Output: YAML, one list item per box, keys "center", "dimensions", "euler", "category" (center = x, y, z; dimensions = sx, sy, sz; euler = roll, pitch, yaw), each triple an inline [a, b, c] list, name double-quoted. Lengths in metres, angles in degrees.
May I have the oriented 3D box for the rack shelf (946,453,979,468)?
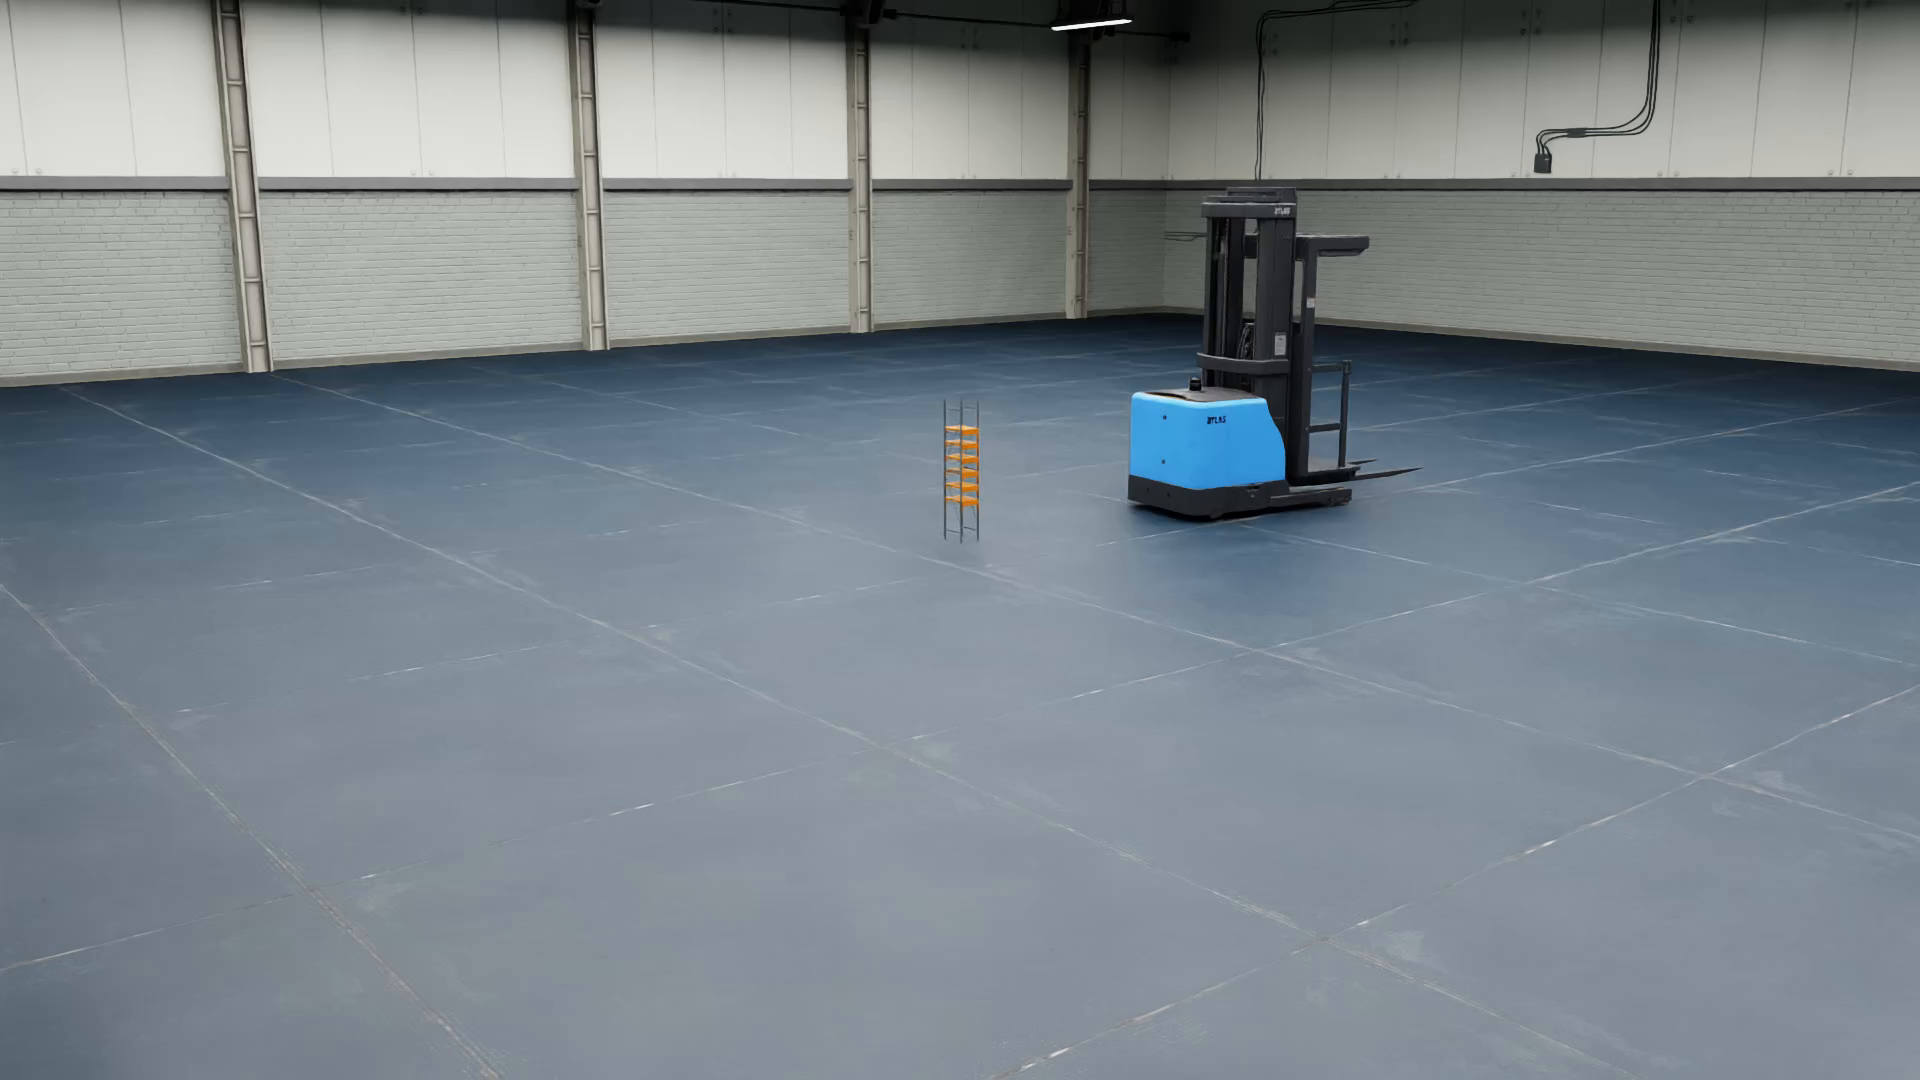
- center: [0.011, -0.663, 13.997]
  dimensions: [0.180, 0.103, 0.258]
  euler: [-9, 15, -38]
  category: "rack shelf"

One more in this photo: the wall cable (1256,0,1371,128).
- center: [7.472, -10.158, 35.618]
  dimensions: [0.112, 2.526, 3.097]
  euler: [-9, 15, -38]
  category: "wall cable"

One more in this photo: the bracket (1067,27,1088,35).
- center: [2.553, -11.127, 36.197]
  dimensions: [0.430, 0.232, 0.235]
  euler: [-9, 15, -38]
  category: "bracket"

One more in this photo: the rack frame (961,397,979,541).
- center: [0.083, -0.601, 14.069]
  dimensions: [0.006, 1.200, 0.240]
  euler: [-9, 15, -38]
  category: "rack frame"

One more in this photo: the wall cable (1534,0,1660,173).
- center: [11.700, -9.767, 30.272]
  dimensions: [0.169, 6.003, 2.305]
  euler: [-9, 15, -38]
  category: "wall cable"

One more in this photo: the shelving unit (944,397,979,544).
- center: [0.011, -0.589, 14.013]
  dimensions: [0.189, 1.200, 0.258]
  euler: [-9, 15, -38]
  category: "shelving unit"

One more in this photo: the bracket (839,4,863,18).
- center: [-2.132, -10.348, 32.531]
  dimensions: [0.430, 0.232, 0.235]
  euler: [-9, 15, -38]
  category: "bracket"

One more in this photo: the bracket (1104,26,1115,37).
- center: [3.202, -11.234, 36.704]
  dimensions: [0.430, 0.232, 0.235]
  euler: [-9, 15, -38]
  category: "bracket"

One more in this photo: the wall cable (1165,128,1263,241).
- center: [5.782, -8.126, 38.208]
  dimensions: [0.112, 2.526, 3.097]
  euler: [-9, 15, -38]
  category: "wall cable"

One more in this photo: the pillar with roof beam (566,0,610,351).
- center: [-4.025, -7.222, 26.474]
  dimensions: [0.548, 9.000, 9.100]
  euler: [-9, 15, -38]
  category: "pillar with roof beam"

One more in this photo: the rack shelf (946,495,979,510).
- center: [0.011, -0.311, 14.072]
  dimensions: [0.180, 0.103, 0.258]
  euler: [-9, 15, -38]
  category: "rack shelf"

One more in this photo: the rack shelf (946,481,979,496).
- center: [0.011, -0.428, 14.047]
  dimensions: [0.180, 0.103, 0.258]
  euler: [-9, 15, -38]
  category: "rack shelf"

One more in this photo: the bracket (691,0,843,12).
- center: [-4.144, -10.014, 30.956]
  dimensions: [4.783, 0.066, 0.076]
  euler: [-9, 15, -38]
  category: "bracket"

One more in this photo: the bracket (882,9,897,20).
- center: [-1.484, -10.456, 33.038]
  dimensions: [0.430, 0.232, 0.235]
  euler: [-9, 15, -38]
  category: "bracket"

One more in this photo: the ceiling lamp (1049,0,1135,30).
- center: [2.605, -11.061, 30.500]
  dimensions: [0.800, 3.185, 2.000]
  euler: [-9, 15, -38]
  category: "ceiling lamp"

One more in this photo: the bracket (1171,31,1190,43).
- center: [5.052, -11.542, 38.153]
  dimensions: [0.430, 0.232, 0.235]
  euler: [-9, 15, -38]
  category: "bracket"

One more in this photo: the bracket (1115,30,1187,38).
- center: [4.591, -11.465, 37.792]
  dimensions: [3.189, 0.066, 0.076]
  euler: [-9, 15, -38]
  category: "bracket"

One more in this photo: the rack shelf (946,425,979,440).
- center: [0.011, -0.897, 13.947]
  dimensions: [0.180, 0.103, 0.258]
  euler: [-9, 15, -38]
  category: "rack shelf"

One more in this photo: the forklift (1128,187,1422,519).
- center: [3.101, -1.826, 15.671]
  dimensions: [3.031, 2.935, 1.130]
  euler: [-7, 14, -31]
  category: "forklift"

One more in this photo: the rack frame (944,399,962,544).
- center: [-0.060, -0.577, 13.957]
  dimensions: [0.006, 1.200, 0.240]
  euler: [-9, 15, -38]
  category: "rack frame"

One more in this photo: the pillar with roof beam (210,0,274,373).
- center: [-8.710, -6.443, 22.808]
  dimensions: [0.400, 9.000, 9.100]
  euler: [-9, 15, -38]
  category: "pillar with roof beam"

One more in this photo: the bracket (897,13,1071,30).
- center: [0.542, -10.792, 34.623]
  dimensions: [4.783, 0.066, 0.076]
  euler: [-9, 15, -38]
  category: "bracket"

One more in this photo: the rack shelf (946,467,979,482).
- center: [0.011, -0.545, 14.022]
  dimensions: [0.180, 0.103, 0.258]
  euler: [-9, 15, -38]
  category: "rack shelf"

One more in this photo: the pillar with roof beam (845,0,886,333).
- center: [0.660, -8.000, 30.141]
  dimensions: [0.548, 9.000, 9.100]
  euler: [-9, 15, -38]
  category: "pillar with roof beam"

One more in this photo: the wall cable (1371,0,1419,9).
- center: [9.405, -11.881, 32.781]
  dimensions: [0.112, 2.526, 3.097]
  euler: [-9, 15, -38]
  category: "wall cable"

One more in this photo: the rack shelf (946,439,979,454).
- center: [0.011, -0.780, 13.972]
  dimensions: [0.180, 0.103, 0.258]
  euler: [-9, 15, -38]
  category: "rack shelf"

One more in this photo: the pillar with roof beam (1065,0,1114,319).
- center: [5.345, -8.779, 33.807]
  dimensions: [0.548, 9.000, 9.100]
  euler: [-9, 15, -38]
  category: "pillar with roof beam"
